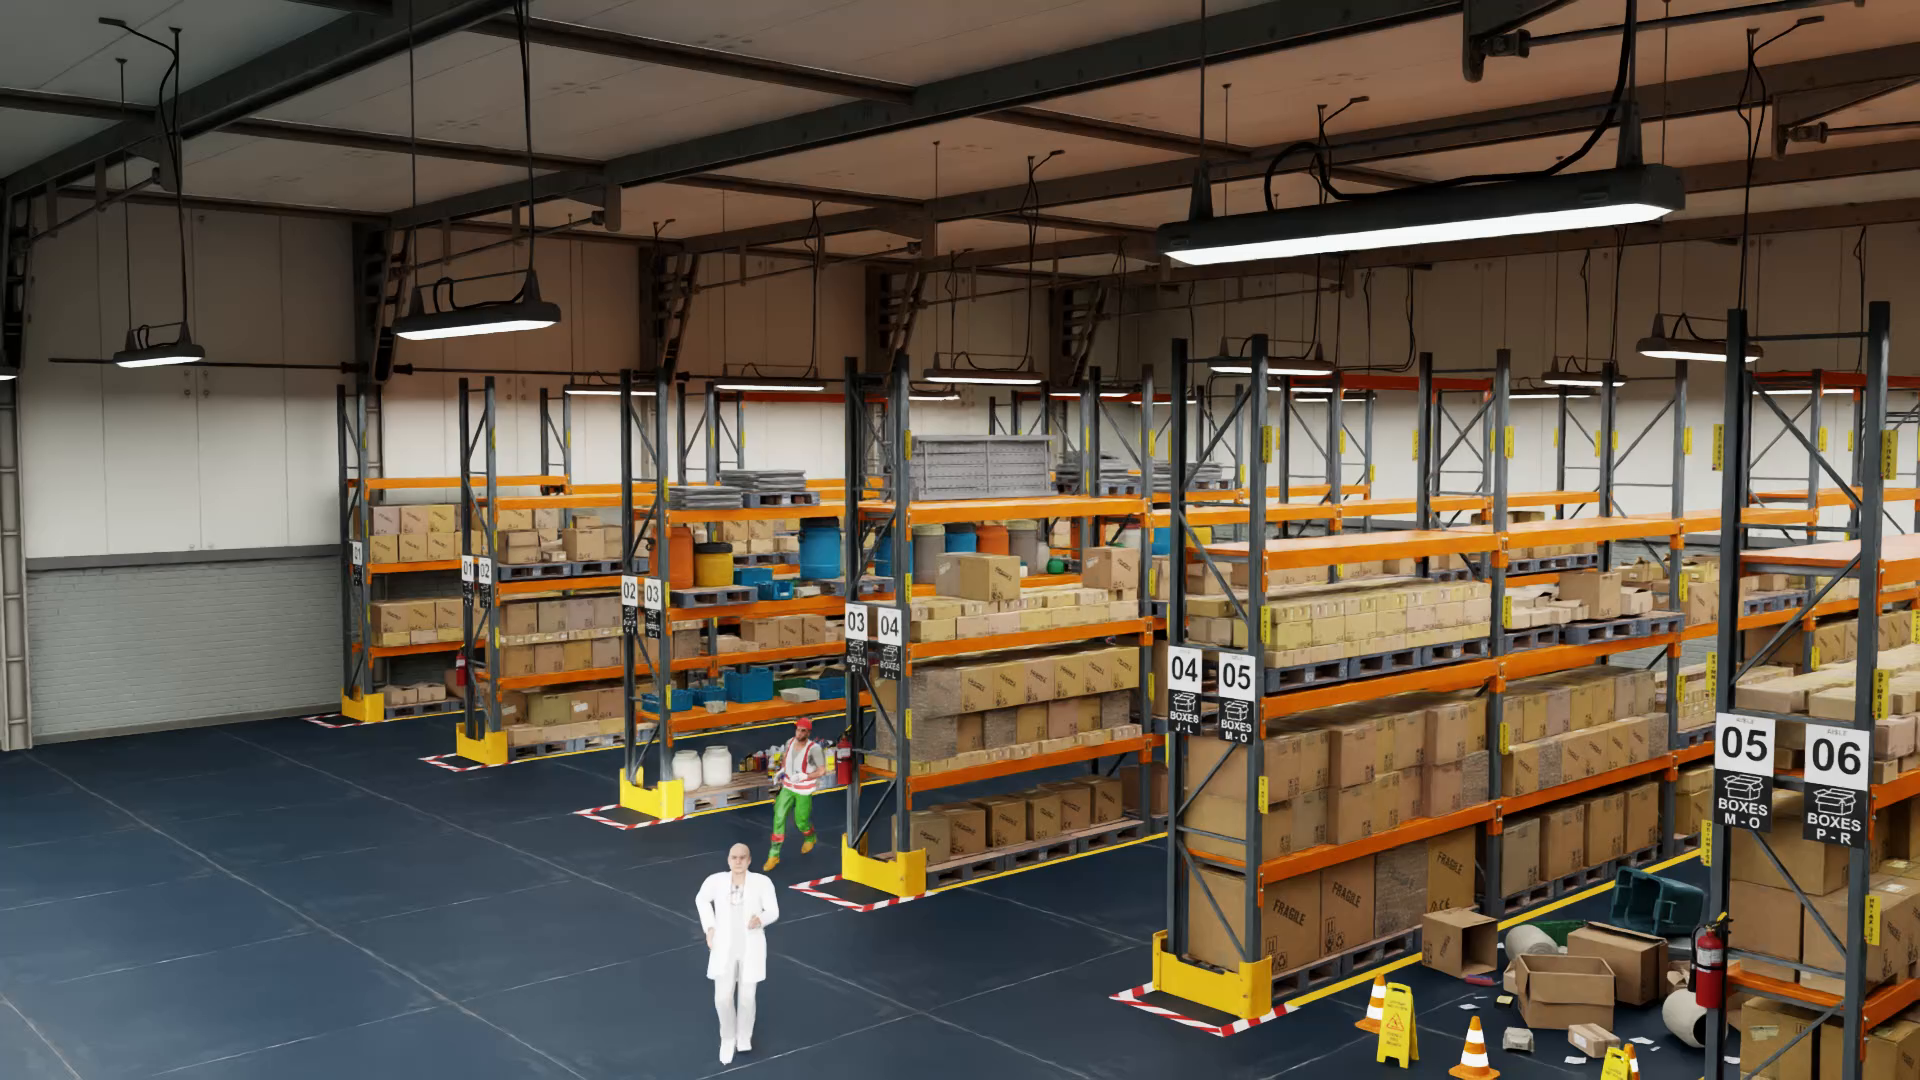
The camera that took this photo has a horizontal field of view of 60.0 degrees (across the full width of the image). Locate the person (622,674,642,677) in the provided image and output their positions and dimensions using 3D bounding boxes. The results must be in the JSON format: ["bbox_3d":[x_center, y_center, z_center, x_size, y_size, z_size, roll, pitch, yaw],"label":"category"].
[{"bbox_3d":[-5.775,2.328,29.883,0.799,1.742,0.709,-3,5,-43],"label":"person"}]

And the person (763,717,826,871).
[{"bbox_3d":[-1.875,2.944,19.835,0.699,1.712,0.837,2,4,26],"label":"person"}]

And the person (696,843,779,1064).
[{"bbox_3d":[-1.826,3.394,13.620,0.685,1.801,0.730,0,4,-6],"label":"person"}]
